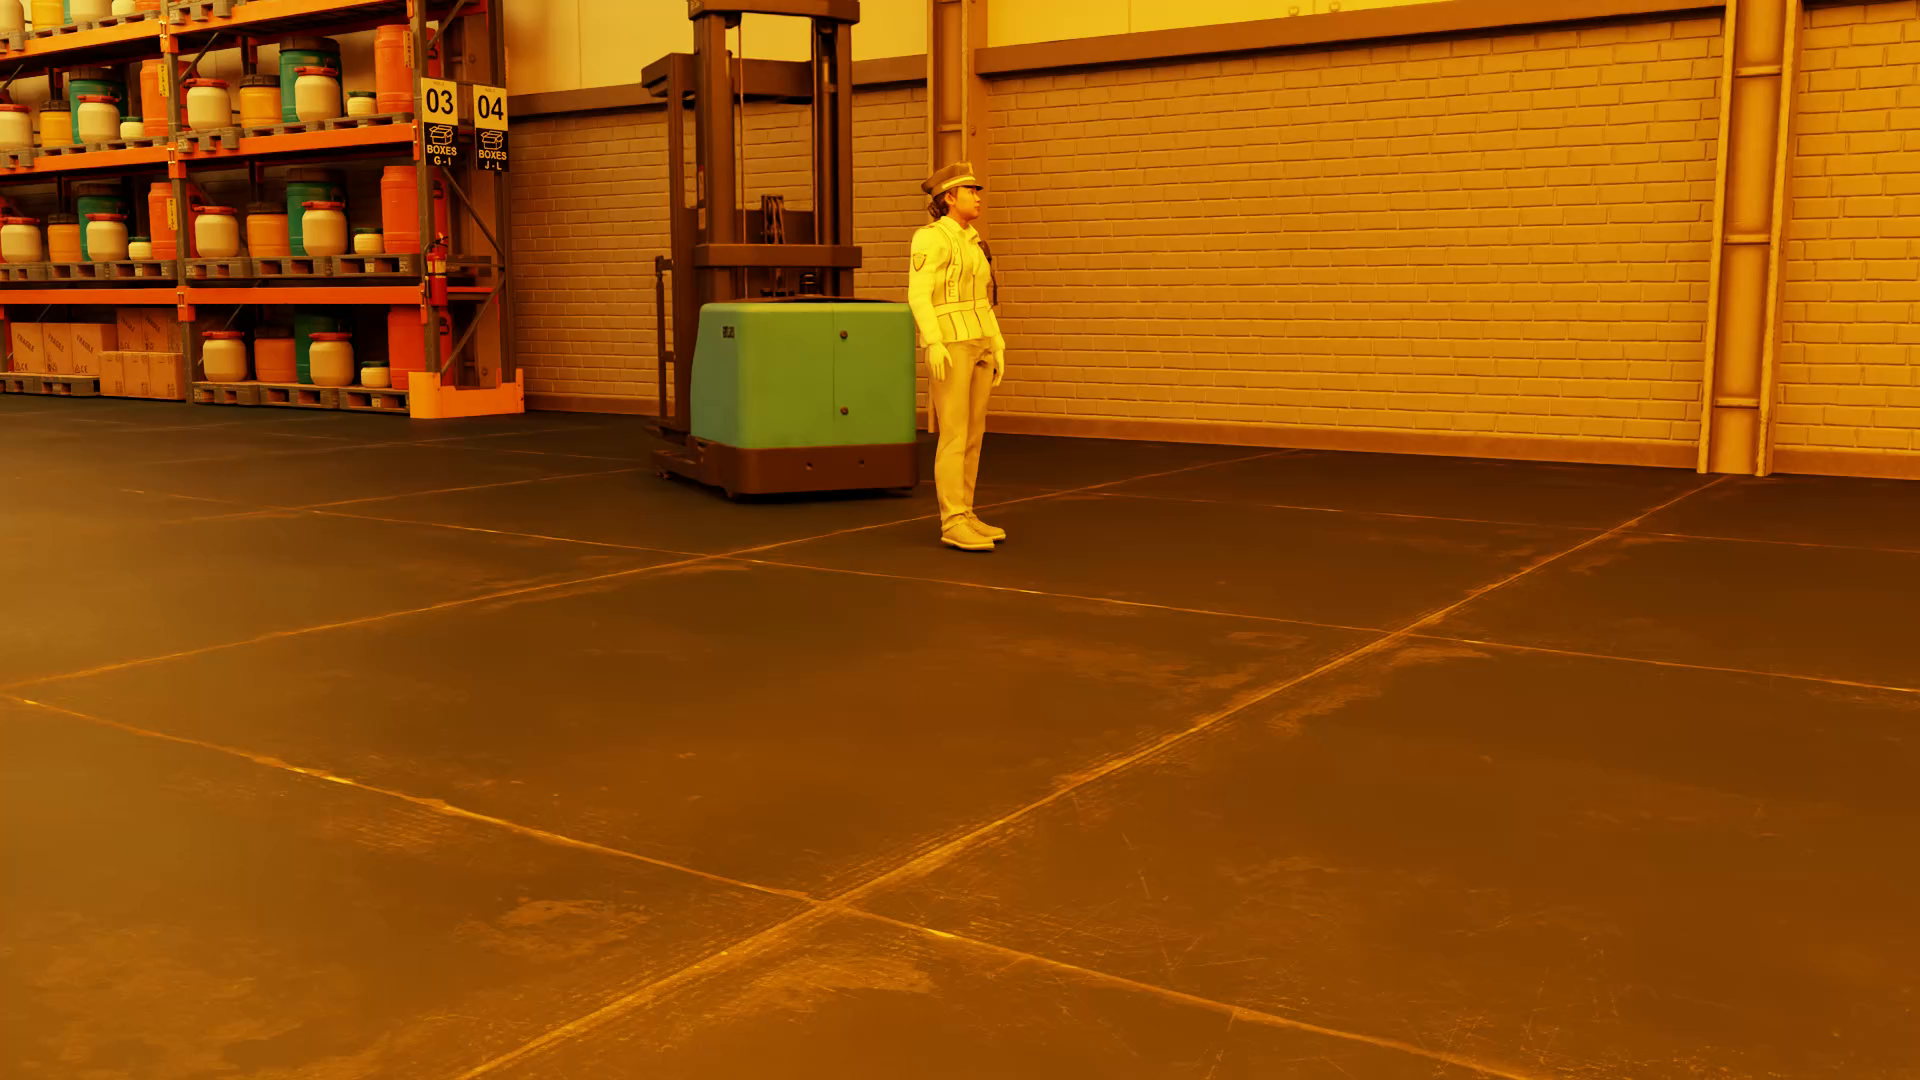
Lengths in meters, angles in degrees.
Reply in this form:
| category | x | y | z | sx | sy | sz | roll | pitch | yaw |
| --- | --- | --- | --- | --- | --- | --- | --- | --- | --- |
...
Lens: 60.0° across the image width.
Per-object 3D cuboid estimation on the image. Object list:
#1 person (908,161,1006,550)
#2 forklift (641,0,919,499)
| category | x | y | z | sx | sy | sz | roll | pitch | yaw |
| --- | --- | --- | --- | --- | --- | --- | --- | --- | --- |
| person | 0.053 | -0.840 | 7.439 | 0.532 | 1.694 | 0.586 | 5 | 10 | 34 |
| forklift | -1.287 | -1.844 | 10.159 | 1.130 | 2.935 | 3.031 | -4 | 9 | -24 |
